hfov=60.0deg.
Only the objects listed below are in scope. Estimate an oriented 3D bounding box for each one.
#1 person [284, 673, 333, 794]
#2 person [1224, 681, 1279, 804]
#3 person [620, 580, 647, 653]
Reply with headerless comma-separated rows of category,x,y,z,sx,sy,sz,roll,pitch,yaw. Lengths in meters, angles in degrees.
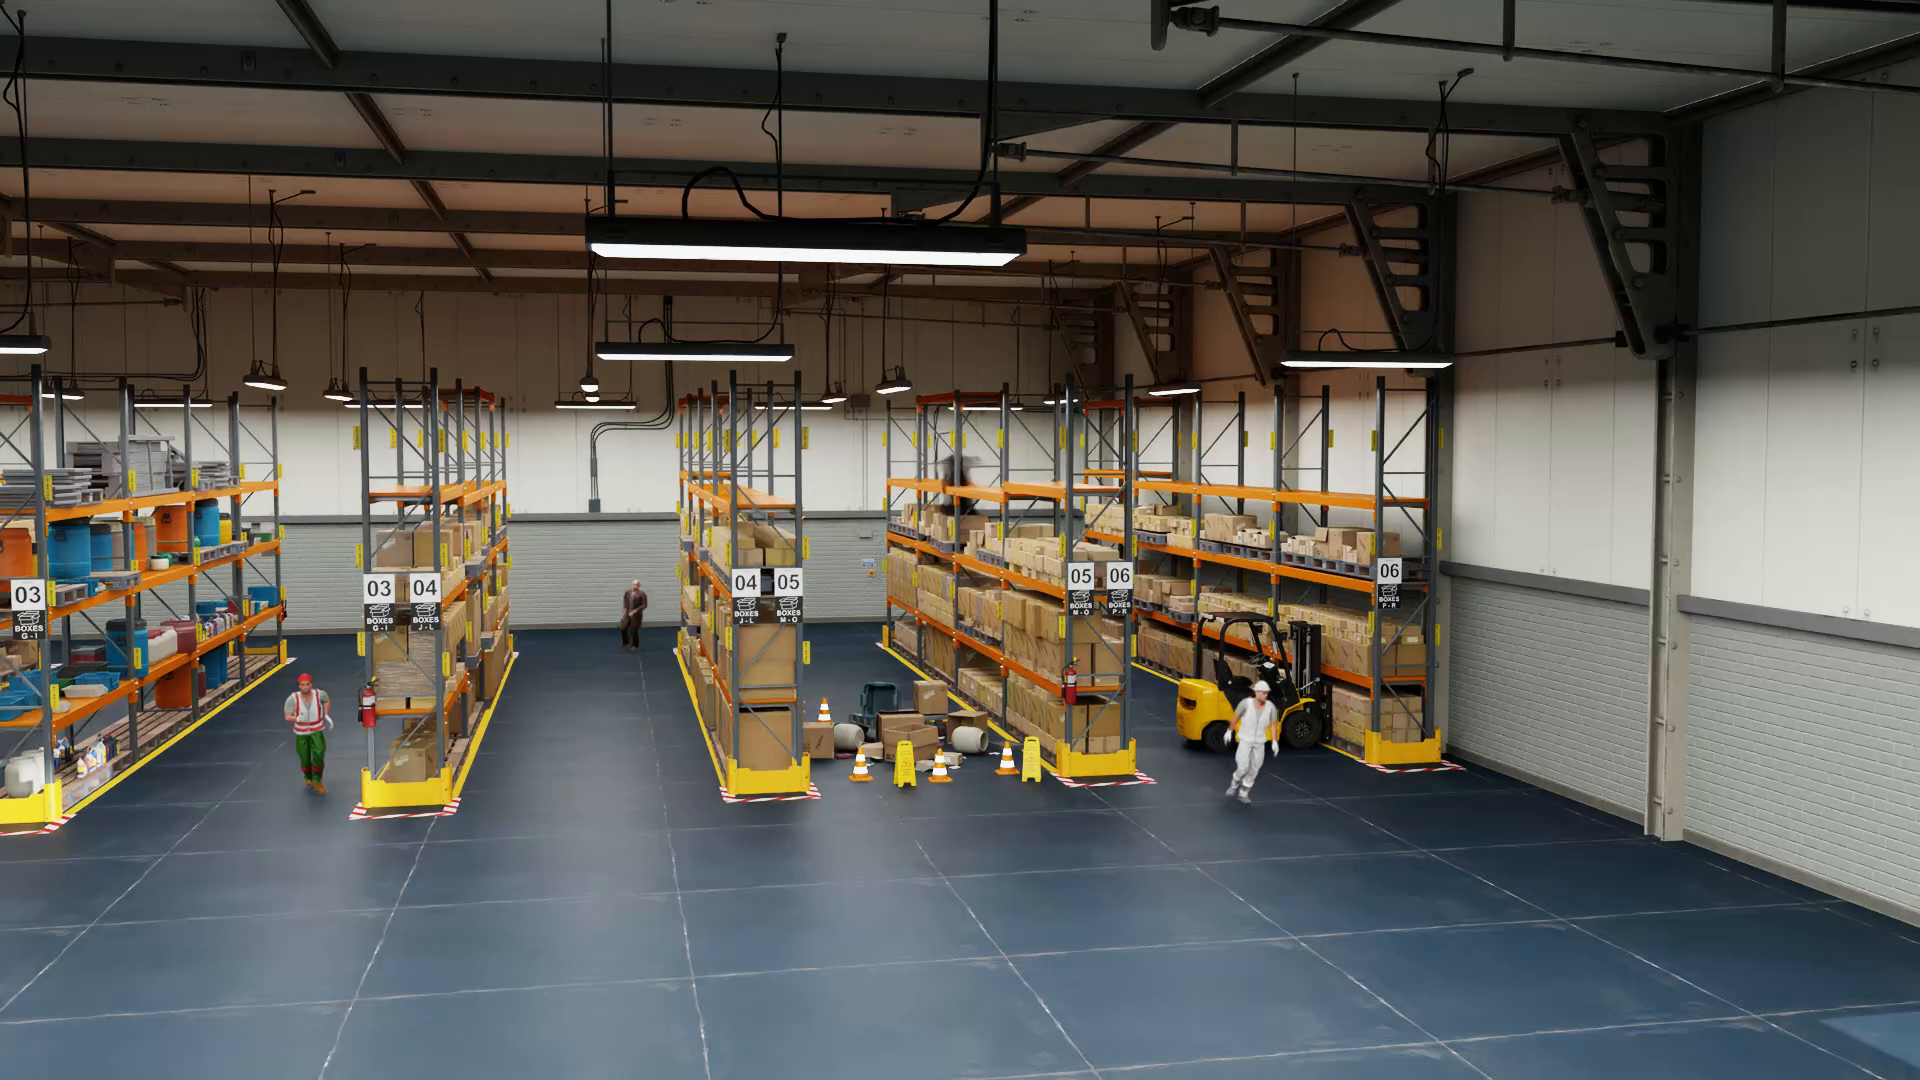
person,-9.230,2.728,23.586,0.622,1.724,0.947,-1,4,-18
person,4.016,2.774,22.832,0.662,1.728,0.618,0,3,-8
person,-7.709,1.806,39.306,0.705,1.746,0.747,1,4,18
